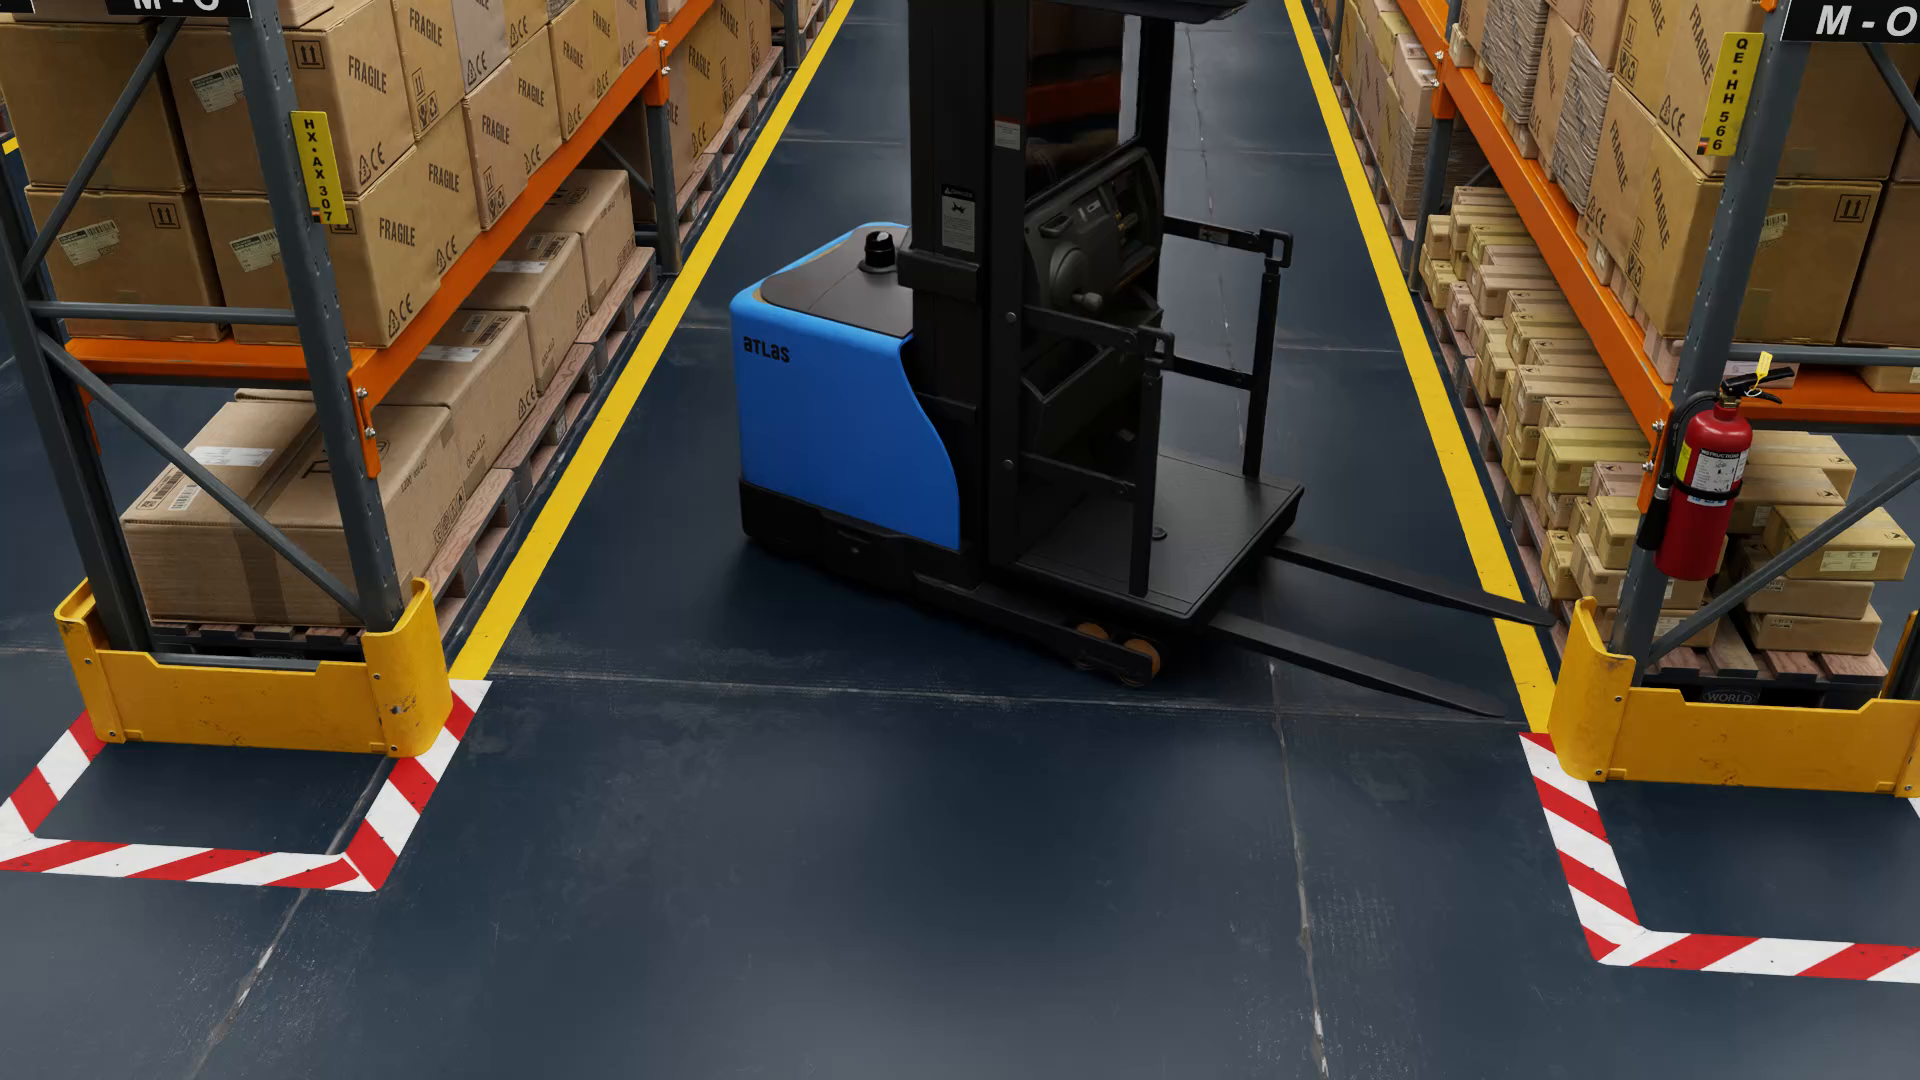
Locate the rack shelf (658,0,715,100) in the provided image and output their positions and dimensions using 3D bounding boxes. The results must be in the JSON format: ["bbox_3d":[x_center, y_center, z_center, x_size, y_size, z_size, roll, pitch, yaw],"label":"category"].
[{"bbox_3d":[-1.870,-3.502,10.260,1.077,0.370,4.000,2,32,4],"label":"rack shelf"}]

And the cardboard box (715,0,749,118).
[{"bbox_3d":[-1.923,-3.305,10.879,0.875,0.875,0.875,3,32,5],"label":"cardboard box"}]

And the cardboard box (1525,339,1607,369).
[{"bbox_3d":[2.529,-0.697,6.772,0.380,0.149,0.250,1,32,2],"label":"cardboard box"}]

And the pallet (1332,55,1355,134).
[{"bbox_3d":[3.170,-3.100,11.579,1.003,0.211,1.213,2,32,4],"label":"pallet"}]

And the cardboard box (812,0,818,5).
[{"bbox_3d":[-1.599,-4.596,13.453,0.950,0.372,0.625,2,32,3],"label":"cardboard box"}]

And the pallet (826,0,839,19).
[{"bbox_3d":[-1.540,-4.712,14.195,1.003,0.211,1.213,2,32,4],"label":"pallet"}]

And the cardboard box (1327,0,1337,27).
[{"bbox_3d":[3.374,-4.232,12.501,1.050,0.750,0.750,2,32,3],"label":"cardboard box"}]

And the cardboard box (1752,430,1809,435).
[{"bbox_3d":[2.953,-0.399,6.289,0.380,0.149,0.250,1,32,2],"label":"cardboard box"}]

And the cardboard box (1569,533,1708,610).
[{"bbox_3d":[2.342,0.107,5.750,0.380,0.149,0.250,2,32,3],"label":"cardboard box"}]

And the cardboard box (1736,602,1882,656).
[{"bbox_3d":[2.945,0.262,5.783,0.380,0.149,0.250,3,32,5],"label":"cardboard box"}]

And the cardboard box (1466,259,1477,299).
[{"bbox_3d":[2.646,-1.255,7.961,0.380,0.149,0.250,2,32,4],"label":"cardboard box"}]

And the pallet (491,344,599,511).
[{"bbox_3d":[-2.269,-0.542,7.428,1.003,0.211,1.213,2,32,4],"label":"pallet"}]

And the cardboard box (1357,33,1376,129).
[{"bbox_3d":[2.849,-2.920,10.611,0.500,0.500,0.500,2,32,3],"label":"cardboard box"}]

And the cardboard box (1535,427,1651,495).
[{"bbox_3d":[2.346,-0.289,6.109,0.380,0.149,0.250,2,32,3],"label":"cardboard box"}]

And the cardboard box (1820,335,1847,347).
[{"bbox_3d":[2.916,-0.696,5.260,0.380,0.149,0.250,4,32,6],"label":"cardboard box"}]

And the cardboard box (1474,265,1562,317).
[{"bbox_3d":[2.521,-1.109,7.440,0.380,0.149,0.250,3,32,5],"label":"cardboard box"}]

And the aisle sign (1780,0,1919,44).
[{"bbox_3d":[2.279,-1.594,4.000,0.394,0.787,0.004,2,32,4],"label":"aisle sign"}]

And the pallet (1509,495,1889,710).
[{"bbox_3d":[2.691,0.211,6.206,1.003,0.211,1.213,2,32,4],"label":"pallet"}]

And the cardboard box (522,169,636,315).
[{"bbox_3d":[-2.191,-1.527,8.411,0.875,0.438,0.875,2,32,3],"label":"cardboard box"}]

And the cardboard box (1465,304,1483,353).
[{"bbox_3d":[2.598,-0.987,7.809,0.380,0.149,0.250,2,32,3],"label":"cardboard box"}]

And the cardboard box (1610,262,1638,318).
[{"bbox_3d":[2.392,-0.849,5.507,0.380,0.149,0.250,2,32,4],"label":"cardboard box"}]

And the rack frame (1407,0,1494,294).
[{"bbox_3d":[2.909,-2.604,8.117,1.000,3.000,0.127,2,32,4],"label":"rack frame"}]

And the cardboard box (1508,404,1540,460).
[{"bbox_3d":[2.412,-0.436,6.632,0.380,0.149,0.250,3,32,5],"label":"cardboard box"}]

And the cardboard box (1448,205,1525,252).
[{"bbox_3d":[2.593,-1.510,8.091,0.380,0.149,0.250,4,32,6],"label":"cardboard box"}]

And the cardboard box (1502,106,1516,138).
[{"bbox_3d":[2.530,-1.812,7.071,0.380,0.149,0.250,3,32,5],"label":"cardboard box"}]

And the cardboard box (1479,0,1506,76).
[{"bbox_3d":[2.585,-2.266,7.189,0.500,0.500,0.500,2,32,4],"label":"cardboard box"}]

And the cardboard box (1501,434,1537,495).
[{"bbox_3d":[2.411,-0.301,6.696,0.380,0.149,0.250,1,32,2],"label":"cardboard box"}]

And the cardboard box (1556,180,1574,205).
[{"bbox_3d":[2.526,-1.398,6.398,0.380,0.149,0.250,3,32,5],"label":"cardboard box"}]

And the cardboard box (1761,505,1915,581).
[{"bbox_3d":[2.965,0.009,5.626,0.380,0.149,0.250,1,32,2],"label":"cardboard box"}]

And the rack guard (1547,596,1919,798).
[{"bbox_3d":[2.590,0.512,5.443,1.175,0.500,0.348,2,32,4],"label":"rack guard"}]

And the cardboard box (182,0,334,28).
[{"bbox_3d":[-2.053,-1.589,4.804,0.380,0.149,0.250,3,32,5],"label":"cardboard box"}]

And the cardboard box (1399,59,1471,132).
[{"bbox_3d":[2.718,-2.438,9.115,0.500,0.250,0.500,2,32,3],"label":"cardboard box"}]

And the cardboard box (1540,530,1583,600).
[{"bbox_3d":[2.339,0.099,6.047,0.380,0.149,0.250,3,32,5],"label":"cardboard box"}]

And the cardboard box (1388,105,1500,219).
[{"bbox_3d":[2.718,-2.117,9.308,0.500,0.500,0.500,2,32,3],"label":"cardboard box"}]

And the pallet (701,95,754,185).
[{"bbox_3d":[-1.948,-2.622,10.804,1.003,0.211,1.213,2,32,4],"label":"pallet"}]

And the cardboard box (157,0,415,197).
[{"bbox_3d":[-2.035,-1.378,5.079,0.500,0.500,0.500,2,32,3],"label":"cardboard box"}]

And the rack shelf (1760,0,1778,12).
[{"bbox_3d":[2.746,-2.529,5.822,1.077,0.370,4.000,2,32,4],"label":"rack shelf"}]

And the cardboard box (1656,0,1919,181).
[{"bbox_3d":[2.373,-1.357,4.762,0.500,0.500,0.500,2,32,3],"label":"cardboard box"}]

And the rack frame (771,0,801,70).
[{"bbox_3d":[-1.707,-4.855,11.768,1.000,3.000,0.127,2,32,4],"label":"rack frame"}]

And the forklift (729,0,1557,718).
[{"bbox_3d":[0.647,-1.046,5.654,3.031,2.935,1.130,18,36,26],"label":"forklift"}]

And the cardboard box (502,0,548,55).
[{"bbox_3d":[-1.926,-2.179,6.379,0.500,0.500,0.500,3,32,4],"label":"cardboard box"}]

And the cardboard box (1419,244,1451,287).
[{"bbox_3d":[2.559,-1.393,8.468,0.380,0.149,0.250,1,32,2],"label":"cardboard box"}]

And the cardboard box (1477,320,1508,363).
[{"bbox_3d":[2.491,-0.842,7.291,0.380,0.149,0.250,2,32,4],"label":"cardboard box"}]

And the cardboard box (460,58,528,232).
[{"bbox_3d":[-1.960,-1.484,6.203,0.500,0.500,0.500,2,32,4],"label":"cardboard box"}]

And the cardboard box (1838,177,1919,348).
[{"bbox_3d":[2.896,-0.905,4.980,0.500,0.500,0.500,4,32,6],"label":"cardboard box"}]

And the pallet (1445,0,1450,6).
[{"bbox_3d":[3.117,-2.916,8.806,1.003,0.211,1.213,2,32,4],"label":"pallet"}]

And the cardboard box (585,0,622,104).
[{"bbox_3d":[-1.852,-2.283,7.500,0.500,0.500,0.500,2,32,3],"label":"cardboard box"}]

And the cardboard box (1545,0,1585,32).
[{"bbox_3d":[2.488,-2.171,6.083,0.500,0.500,0.500,1,32,2],"label":"cardboard box"}]

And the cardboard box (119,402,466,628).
[{"bbox_3d":[-2.404,-0.109,6.109,0.875,0.438,0.875,1,32,2],"label":"cardboard box"}]

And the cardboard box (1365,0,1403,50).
[{"bbox_3d":[2.843,-3.256,10.442,0.500,0.250,0.500,3,32,4],"label":"cardboard box"}]

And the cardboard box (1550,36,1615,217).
[{"bbox_3d":[2.443,-1.462,5.885,0.500,0.500,0.500,3,32,4],"label":"cardboard box"}]
